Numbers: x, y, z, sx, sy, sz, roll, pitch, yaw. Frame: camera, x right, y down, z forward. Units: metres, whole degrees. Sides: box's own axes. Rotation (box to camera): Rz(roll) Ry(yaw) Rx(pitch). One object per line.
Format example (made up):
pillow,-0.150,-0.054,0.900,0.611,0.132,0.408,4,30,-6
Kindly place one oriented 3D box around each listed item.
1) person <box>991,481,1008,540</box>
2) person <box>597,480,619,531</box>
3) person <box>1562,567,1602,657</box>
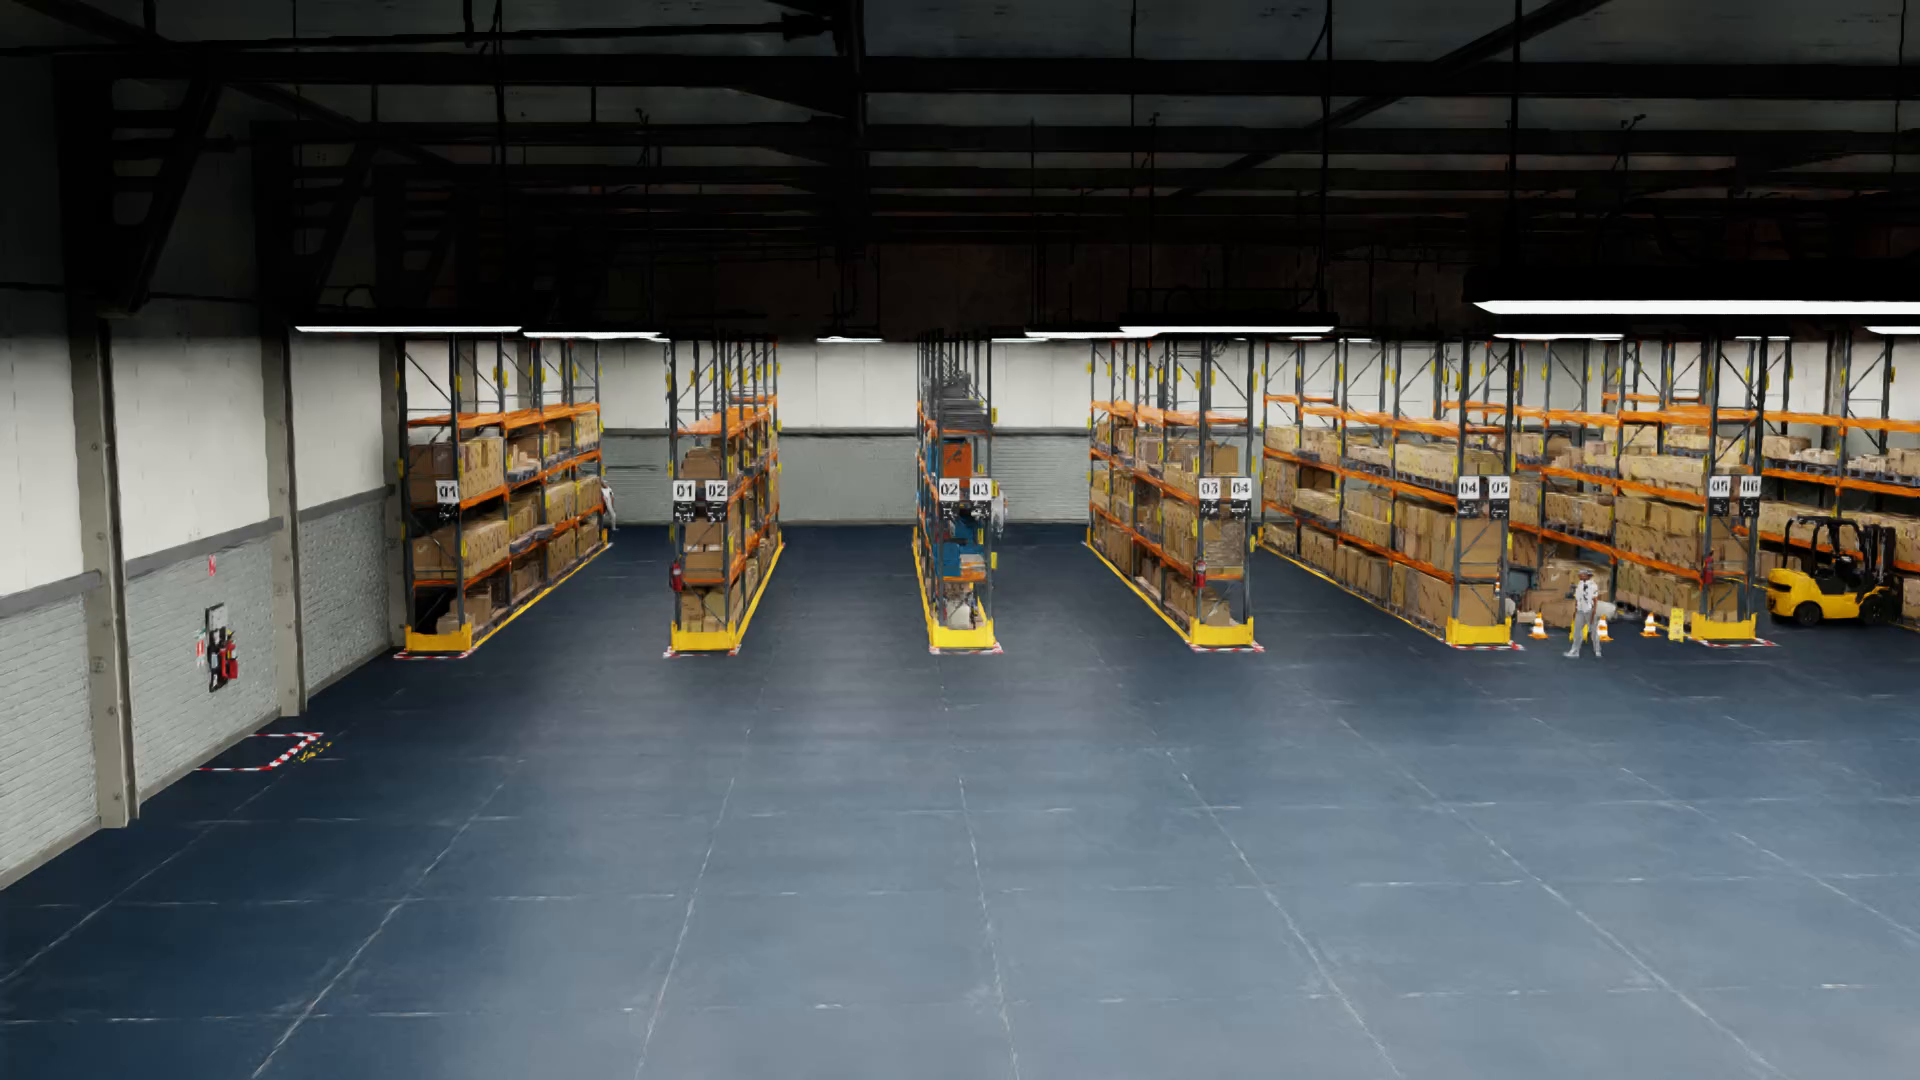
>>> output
person,1.060,-0.861,48.622,0.677,1.742,0.552,-1,7,-5
person,-10.816,-1.058,50.772,0.660,1.601,0.785,-3,7,-23
person,11.439,1.316,30.432,0.605,1.657,0.590,-3,7,-25
